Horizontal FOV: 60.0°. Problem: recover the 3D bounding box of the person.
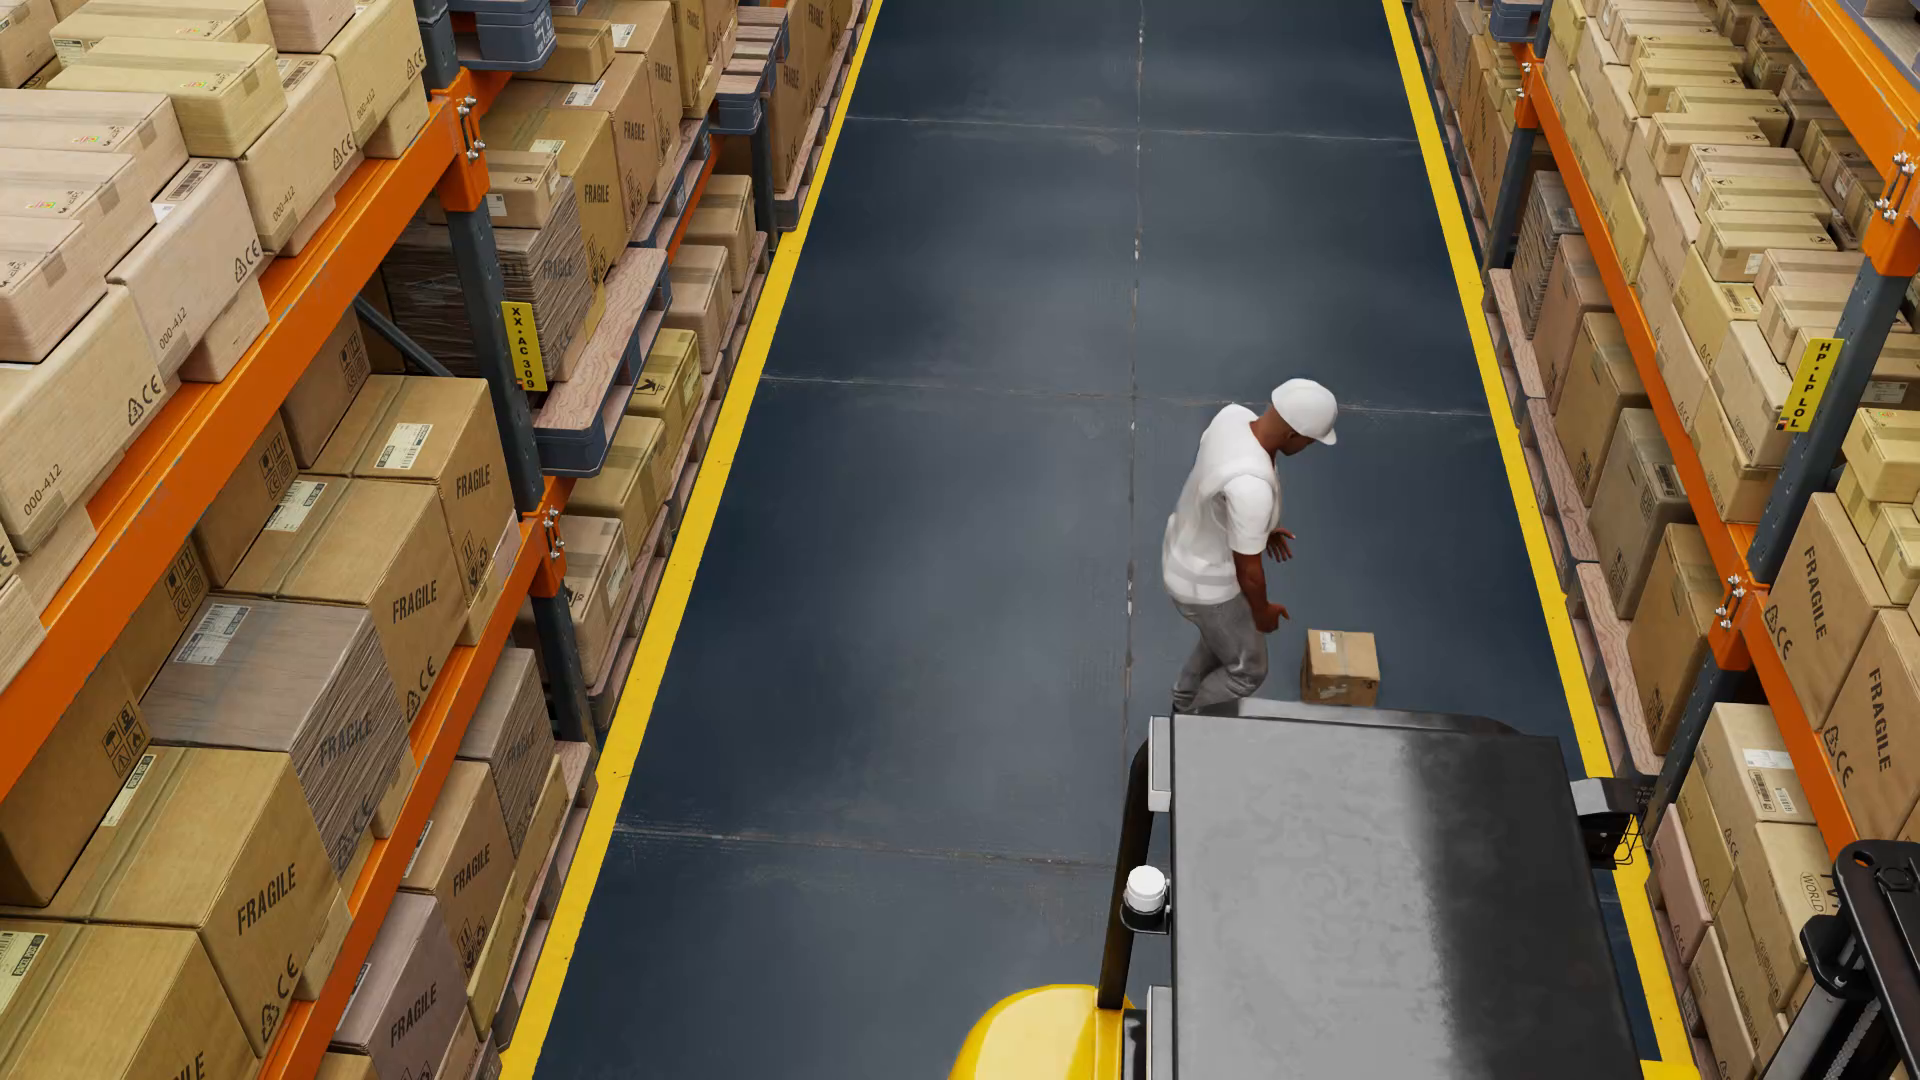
[{"bbox_3d":[1.017,0.096,6.114,0.554,1.651,0.610,4,40,5],"label":"person"}]
